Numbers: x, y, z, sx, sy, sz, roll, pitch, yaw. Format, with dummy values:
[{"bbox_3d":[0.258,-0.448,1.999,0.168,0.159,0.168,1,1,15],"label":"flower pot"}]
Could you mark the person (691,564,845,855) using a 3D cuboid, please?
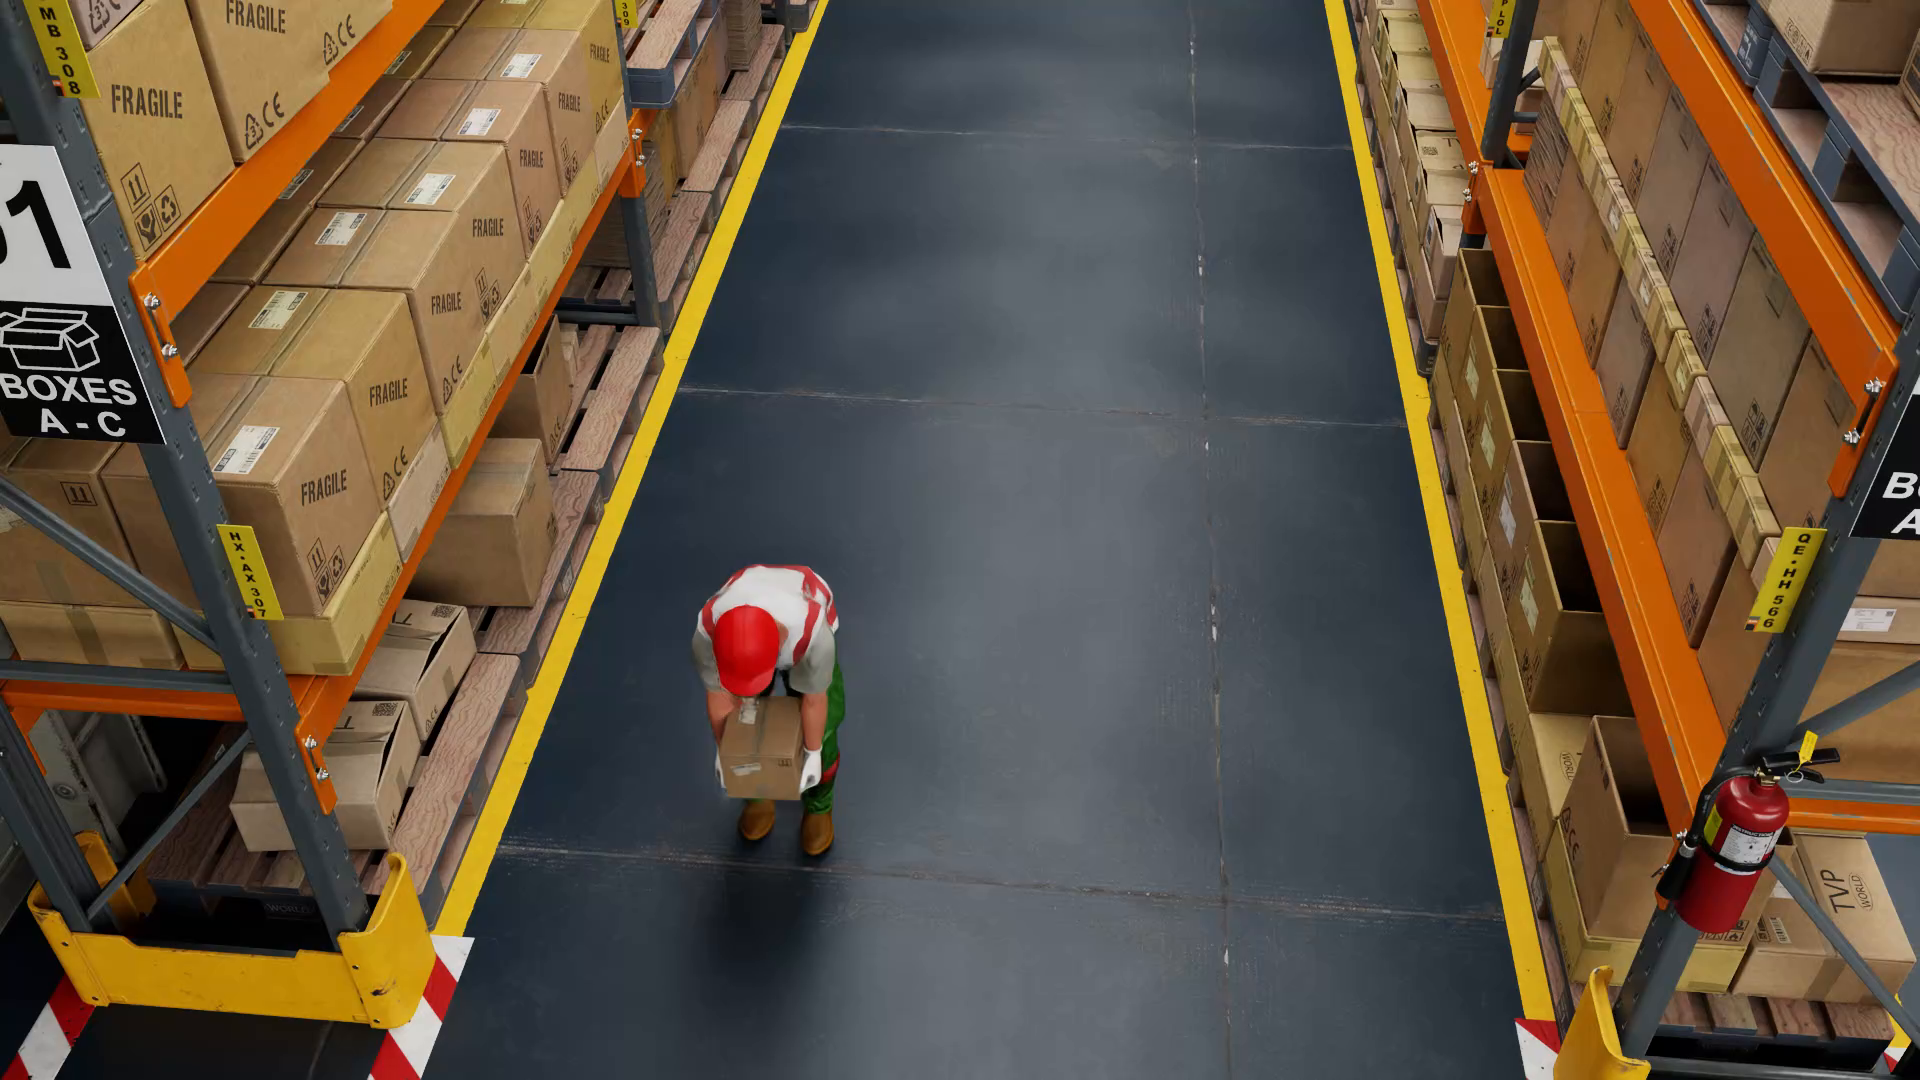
[{"bbox_3d":[-0.642,0.591,5.670,0.484,1.472,0.858,2,40,3],"label":"person"}]
